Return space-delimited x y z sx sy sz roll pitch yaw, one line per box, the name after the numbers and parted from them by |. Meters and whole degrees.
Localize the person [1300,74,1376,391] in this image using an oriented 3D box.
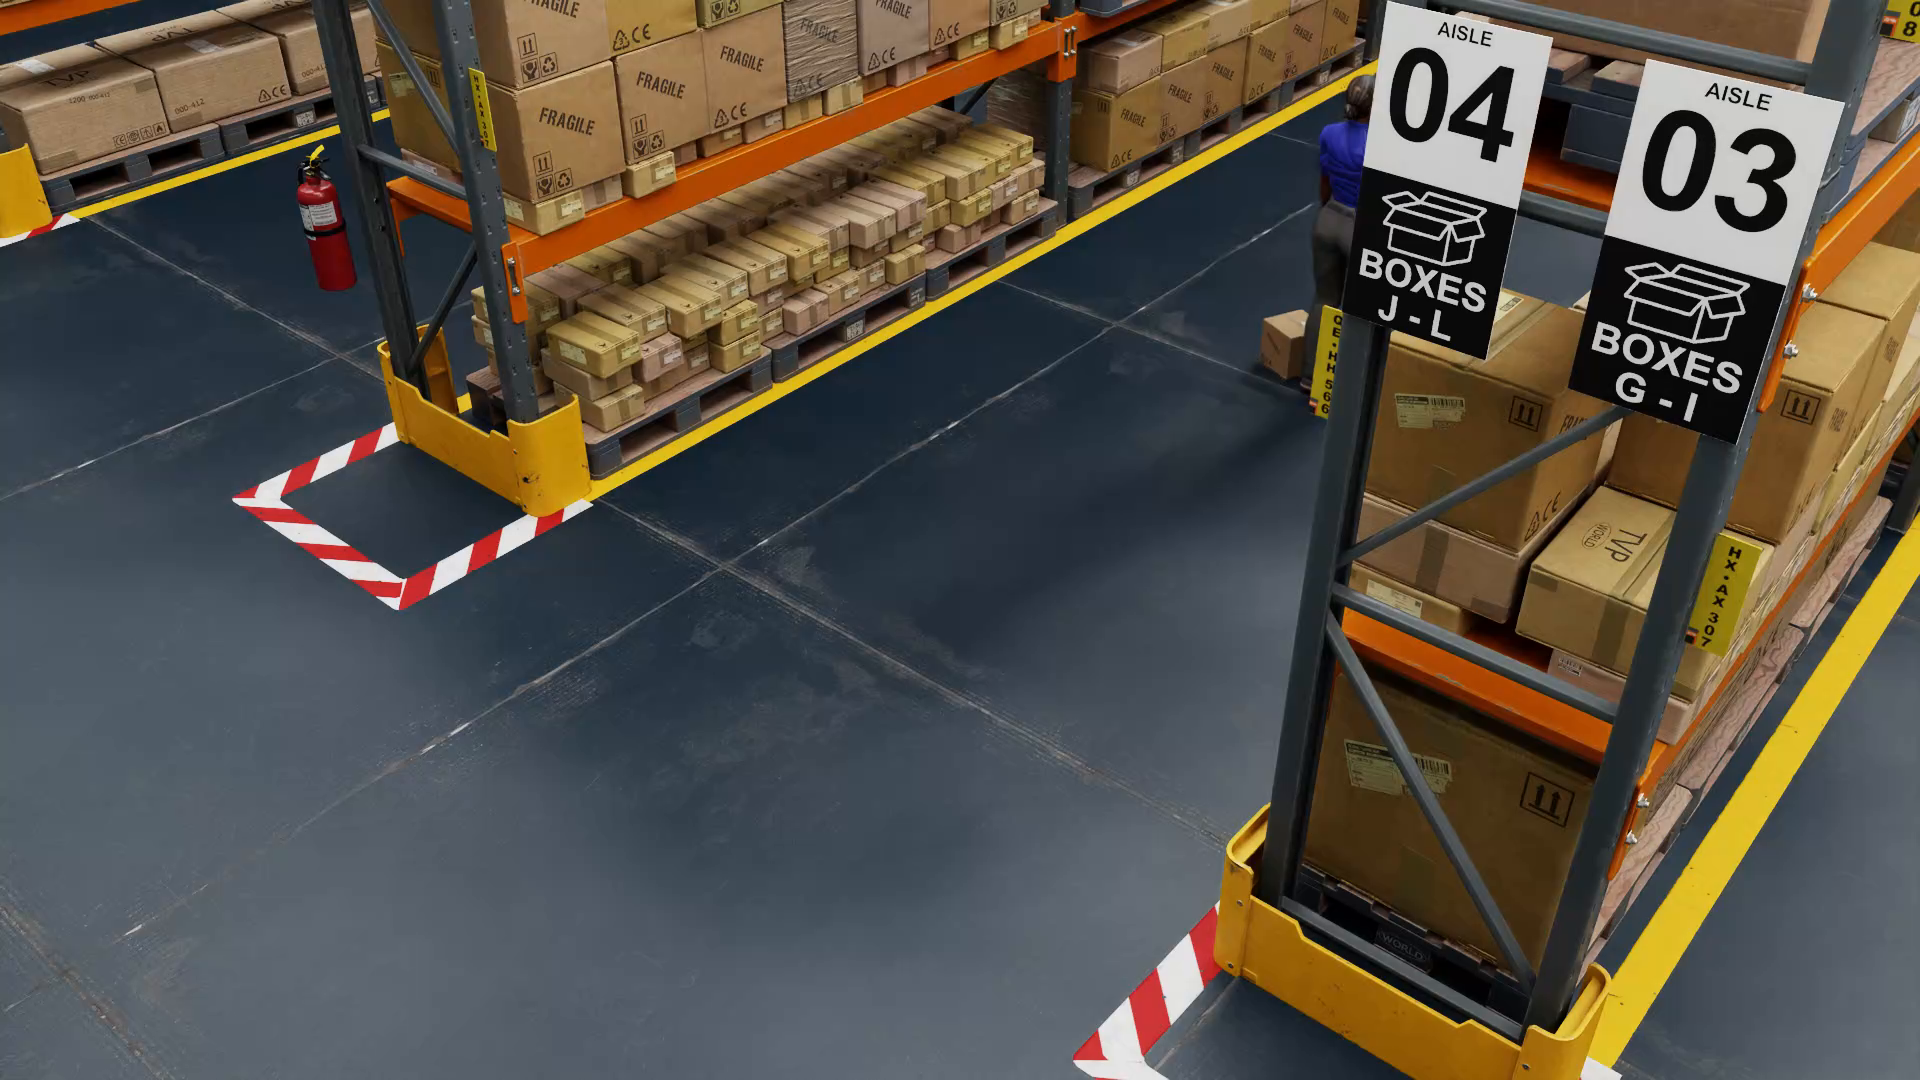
1.956 -1.500 8.285 0.440 1.704 0.475 29 45 35 | person
